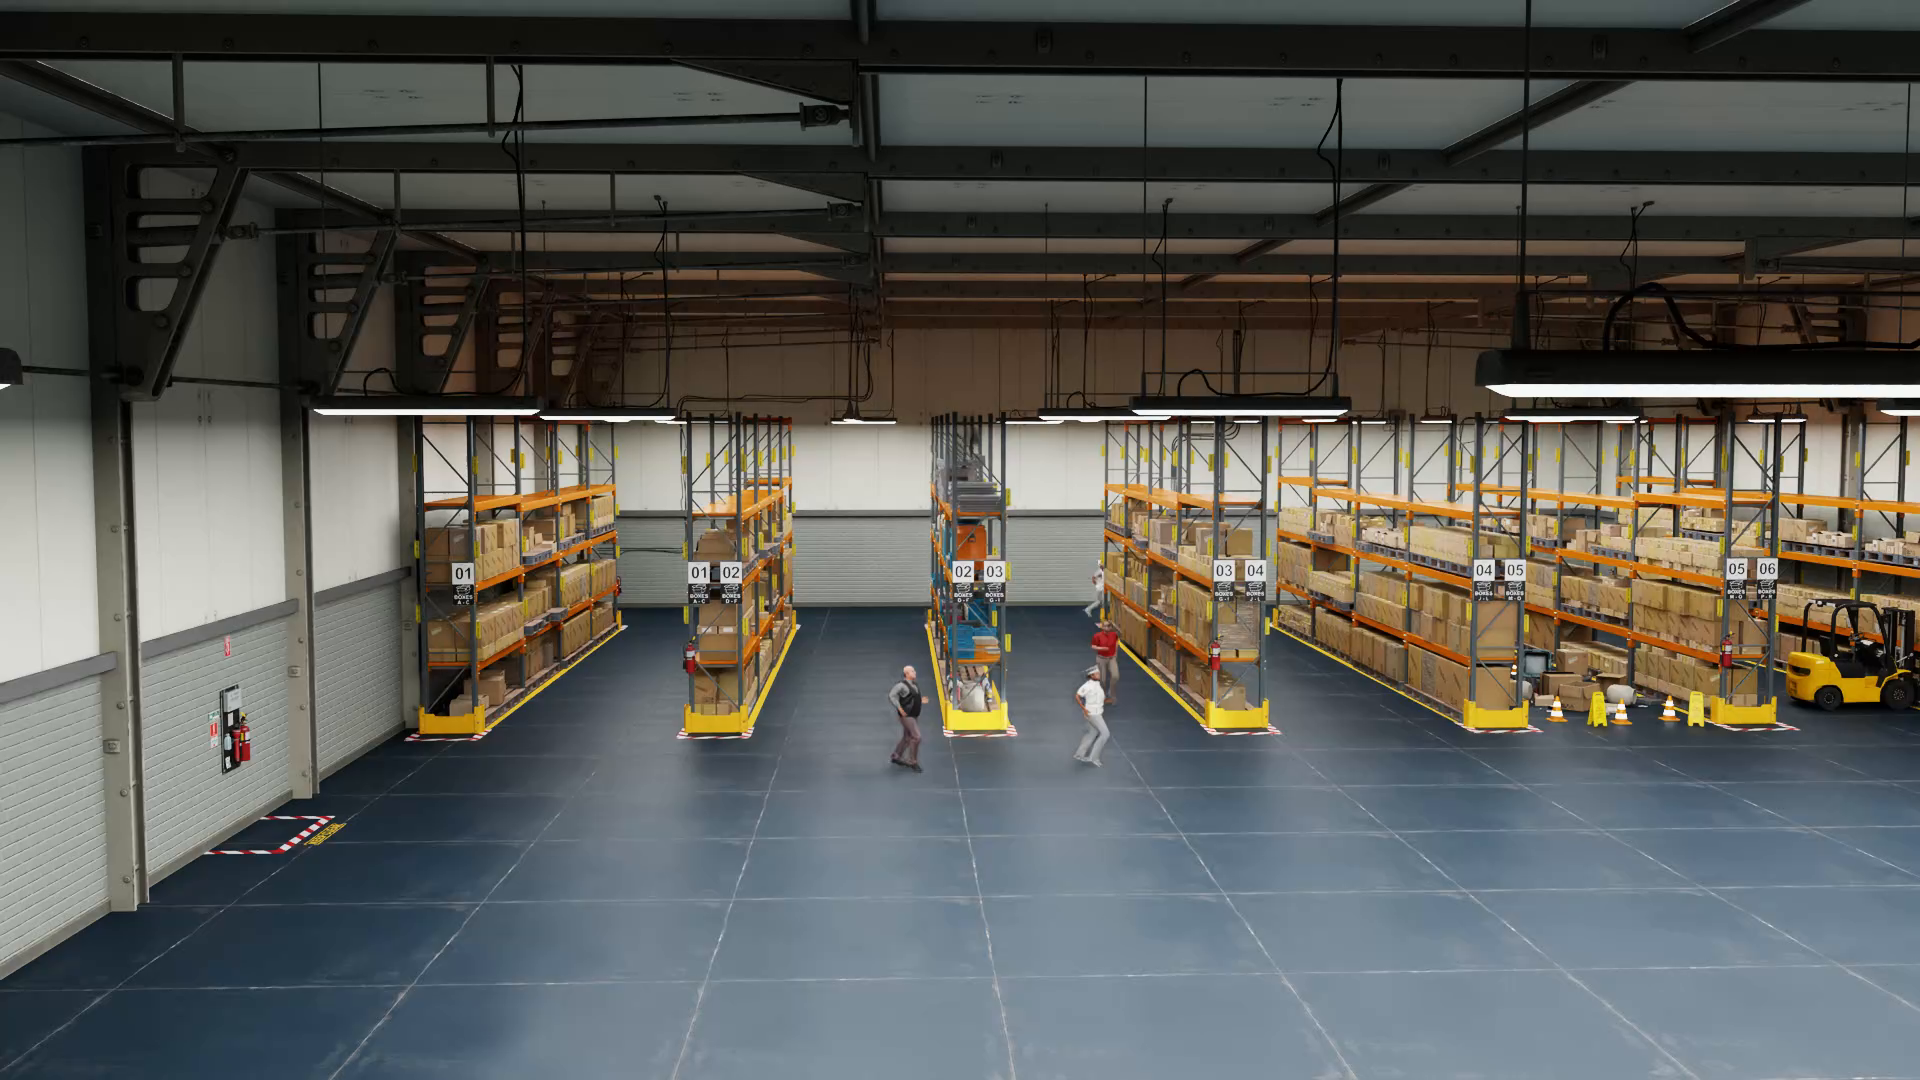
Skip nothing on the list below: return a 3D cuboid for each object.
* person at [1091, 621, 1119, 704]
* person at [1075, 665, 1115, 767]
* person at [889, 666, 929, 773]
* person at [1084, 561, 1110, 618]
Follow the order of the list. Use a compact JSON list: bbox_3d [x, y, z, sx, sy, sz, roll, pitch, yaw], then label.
[{"bbox_3d":[3.011,2.539,34.457,0.641,1.759,0.790,-1,4,-11],"label":"person"},{"bbox_3d":[2.270,2.972,28.084,0.713,1.731,0.542,1,4,18],"label":"person"},{"bbox_3d":[-0.855,2.985,27.722,0.707,1.782,0.647,2,4,22],"label":"person"},{"bbox_3d":[4.143,1.473,48.999,0.979,1.763,0.686,1,4,13],"label":"person"}]
